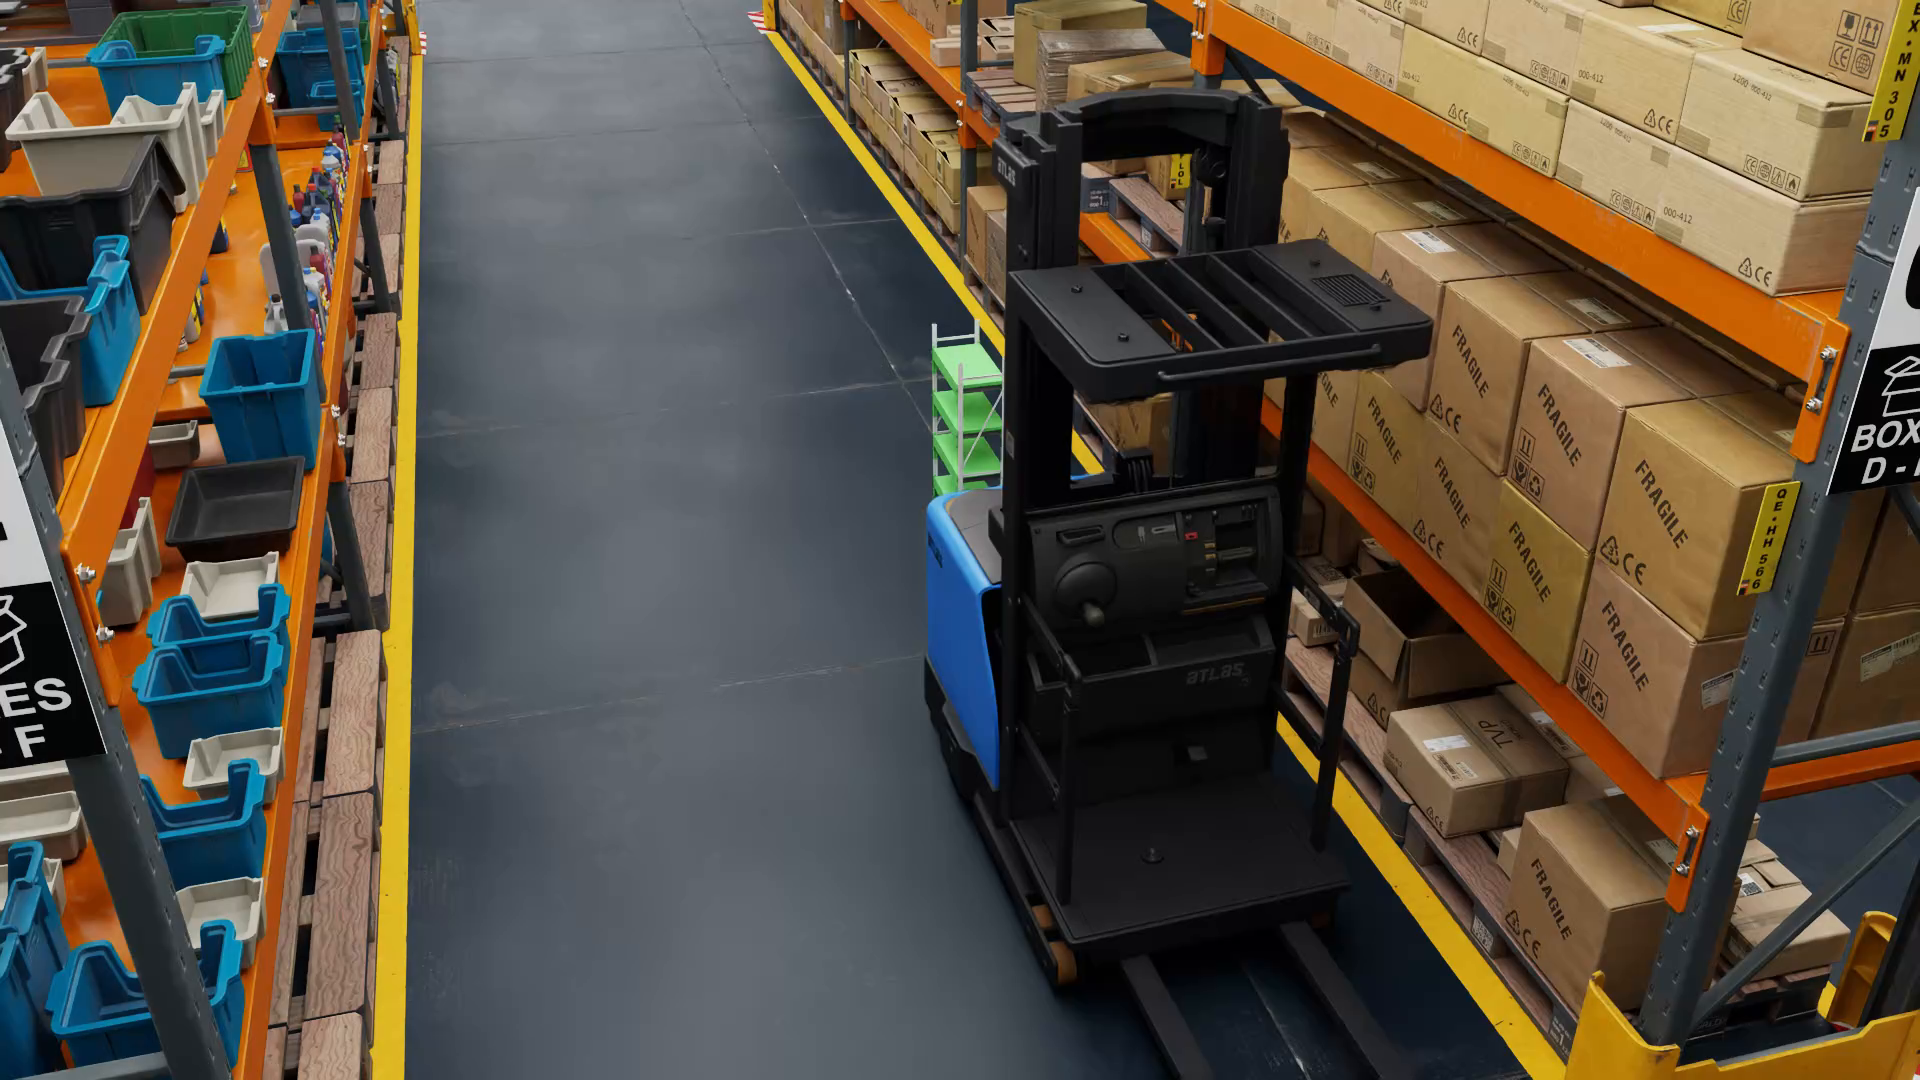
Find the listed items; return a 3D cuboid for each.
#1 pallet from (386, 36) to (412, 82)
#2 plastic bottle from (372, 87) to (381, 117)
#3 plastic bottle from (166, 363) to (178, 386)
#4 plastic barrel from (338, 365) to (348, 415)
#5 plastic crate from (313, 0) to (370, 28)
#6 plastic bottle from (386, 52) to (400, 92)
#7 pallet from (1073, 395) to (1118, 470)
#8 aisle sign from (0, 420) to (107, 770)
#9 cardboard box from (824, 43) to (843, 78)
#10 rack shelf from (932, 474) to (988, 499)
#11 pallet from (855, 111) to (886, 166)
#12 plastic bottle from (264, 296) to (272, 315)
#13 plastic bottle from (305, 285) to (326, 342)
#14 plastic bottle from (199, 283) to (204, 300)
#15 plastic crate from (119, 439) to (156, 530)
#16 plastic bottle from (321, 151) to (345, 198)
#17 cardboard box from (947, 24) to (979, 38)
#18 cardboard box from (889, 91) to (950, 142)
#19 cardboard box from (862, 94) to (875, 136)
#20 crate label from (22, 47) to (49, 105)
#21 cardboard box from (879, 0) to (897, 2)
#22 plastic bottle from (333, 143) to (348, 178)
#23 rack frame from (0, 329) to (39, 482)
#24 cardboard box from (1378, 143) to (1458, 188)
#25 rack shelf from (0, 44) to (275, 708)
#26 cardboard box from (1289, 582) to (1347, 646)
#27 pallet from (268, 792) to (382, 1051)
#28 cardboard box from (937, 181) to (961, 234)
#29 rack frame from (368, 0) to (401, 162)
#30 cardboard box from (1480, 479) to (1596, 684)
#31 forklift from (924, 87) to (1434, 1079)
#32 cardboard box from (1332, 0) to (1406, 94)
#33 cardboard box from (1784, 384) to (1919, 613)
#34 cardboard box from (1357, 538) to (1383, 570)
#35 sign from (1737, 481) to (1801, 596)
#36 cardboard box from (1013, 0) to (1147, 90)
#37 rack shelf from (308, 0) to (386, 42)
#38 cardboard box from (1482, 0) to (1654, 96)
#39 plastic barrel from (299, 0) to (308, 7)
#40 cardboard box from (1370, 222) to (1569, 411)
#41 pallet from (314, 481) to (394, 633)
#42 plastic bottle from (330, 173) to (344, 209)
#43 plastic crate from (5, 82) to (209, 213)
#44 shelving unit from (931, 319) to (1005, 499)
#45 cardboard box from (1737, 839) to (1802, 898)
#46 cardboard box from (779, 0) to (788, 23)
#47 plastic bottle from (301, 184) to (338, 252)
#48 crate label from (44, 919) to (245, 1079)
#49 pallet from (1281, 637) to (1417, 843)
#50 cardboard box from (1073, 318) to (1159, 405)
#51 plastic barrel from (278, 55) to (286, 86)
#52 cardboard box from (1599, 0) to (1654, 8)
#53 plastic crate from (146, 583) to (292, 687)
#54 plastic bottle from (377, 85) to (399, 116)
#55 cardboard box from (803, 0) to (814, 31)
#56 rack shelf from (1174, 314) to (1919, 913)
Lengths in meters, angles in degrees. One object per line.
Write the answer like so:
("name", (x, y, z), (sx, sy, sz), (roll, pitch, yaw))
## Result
("pallet", (-6.123, -4.868, 16.949), (1.003, 0.211, 1.213), (-8, 31, -13))
("plastic bottle", (-5.214, -3.931, 14.820), (0.061, 0.283, 0.133), (-8, 31, -13))
("plastic bottle", (-3.515, -0.789, 7.317), (0.097, 0.201, 0.097), (0, 30, 0))
("plastic barrel", (-3.830, -0.993, 9.459), (0.600, 0.588, 0.708), (-8, 31, -13))
("plastic crate", (-4.745, -4.068, 12.799), (0.392, 0.384, 0.575), (-8, 31, -13))
("plastic bottle", (-5.315, -4.352, 15.479), (0.144, 0.351, 0.185), (-8, 31, -14))
("pallet", (1.310, -0.540, 9.472), (1.003, 0.211, 1.213), (-8, 31, -13))
("aisle sign", (-1.847, 0.100, 2.988), (0.394, 0.787, 0.004), (-8, 31, -13))
("cardboard box", (-1.018, -4.652, 16.119), (0.500, 0.250, 0.500), (-8, 31, -13))
("rack shelf", (0.044, -0.176, 8.464), (0.258, 0.148, 0.480), (-8, 31, -13))
("pallet", (-0.328, -3.665, 14.872), (1.003, 0.211, 1.213), (-8, 31, -13))
("plastic bottle", (-3.182, -1.042, 7.754), (0.097, 0.201, 0.097), (0, 30, 0))
("plastic bottle", (-3.010, -1.045, 7.690), (0.097, 0.271, 0.097), (0, 30, 0))
("plastic bottle", (-3.782, -1.305, 8.138), (0.097, 0.271, 0.097), (0, 30, 0))
("plastic crate", (-3.219, -0.291, 6.135), (0.402, 0.464, 0.583), (-8, 31, -13))
("plastic bottle", (-3.580, -2.082, 9.481), (0.097, 0.271, 0.097), (0, 30, 0))
("cardboard box", (0.108, -3.791, 12.556), (0.380, 0.149, 0.250), (-6, 31, -10))
("cardboard box", (-0.282, -3.482, 13.538), (0.500, 0.311, 0.500), (-7, 31, -12))
("cardboard box", (-0.558, -3.740, 14.542), (0.500, 0.250, 0.500), (-7, 31, -12))
("crate label", (-3.363, -1.612, 5.809), (0.293, 0.136, 0.466), (-8, 31, -13))
("cardboard box", (-0.523, -4.659, 14.056), (0.380, 0.149, 0.250), (-8, 31, -13))
("plastic bottle", (-3.683, -2.240, 9.824), (0.097, 0.201, 0.097), (0, 30, 0))
("rack frame", (-2.153, -1.367, 2.128), (1.000, 3.000, 0.127), (-8, 31, -13))
("cardboard box", (2.085, -1.378, 7.039), (0.500, 0.500, 0.500), (-8, 31, -14))
("rack shelf", (-2.683, -0.723, 4.729), (1.077, 0.370, 4.000), (-8, 31, -13))
("cardboard box", (1.705, 0.325, 7.584), (0.380, 0.166, 0.250), (-8, 31, -13))
("pallet", (-2.654, 1.445, 6.043), (1.003, 0.211, 1.213), (-8, 31, -13))
("cardboard box", (0.126, -2.504, 12.408), (0.500, 0.250, 0.500), (-7, 31, -12))
("rack frame", (-5.338, -4.566, 13.644), (1.000, 3.000, 0.127), (-8, 31, -13))
("cardboard box", (2.102, 0.099, 5.484), (0.500, 0.500, 0.500), (-8, 31, -13))
("forklift", (0.757, 0.111, 5.633), (1.130, 2.935, 3.031), (-9, 31, -14))
("cardboard box", (1.713, -1.841, 6.092), (0.500, 0.250, 0.500), (-8, 31, -13))
("cardboard box", (2.761, -0.153, 4.921), (0.500, 0.500, 0.500), (-7, 31, -12))
("cardboard box", (2.145, 0.095, 7.998), (0.380, 0.149, 0.250), (-8, 31, -13))
("sign", (2.084, -0.001, 4.286), (0.100, 0.325, 0.005), (-8, 31, -13))
("cardboard box", (0.777, -3.227, 10.812), (0.700, 0.500, 0.500), (-19, 35, -30))
("rack shelf", (-5.868, -5.221, 15.493), (1.077, 0.370, 4.000), (-8, 31, -13))
("cardboard box", (1.980, -1.574, 5.132), (0.500, 0.250, 0.500), (-8, 31, -13))
("plastic barrel", (-5.527, -4.556, 13.127), (0.600, 0.901, 0.708), (-8, 31, -13))
("cardboard box", (1.828, -0.823, 6.080), (0.500, 0.500, 0.500), (-7, 31, -12))
("pallet", (-3.379, 0.126, 8.321), (1.003, 0.211, 1.213), (-8, 31, -13))
("plastic bottle", (-3.528, -1.958, 9.336), (0.097, 0.201, 0.097), (0, 30, 0))
("plastic crate", (-2.443, -1.129, 4.830), (0.437, 0.282, 0.530), (-8, 31, -13))
("shelving unit", (0.044, -0.439, 8.311), (0.258, 1.200, 0.503), (-8, 31, -13))
("cardboard box", (2.778, 1.240, 6.002), (0.380, 0.166, 0.250), (-8, 31, -13))
("cardboard box", (-1.695, -5.858, 18.202), (0.500, 0.250, 0.500), (-8, 31, -13))
("plastic bottle", (-3.367, -1.686, 8.718), (0.144, 0.351, 0.185), (-8, 31, -13))
("crate label", (-1.901, 1.113, 3.940), (0.416, 0.233, 0.303), (-8, 31, -13))
("pallet", (2.071, 0.770, 7.209), (1.003, 0.211, 1.213), (-8, 31, -13))
("cardboard box", (0.899, -1.150, 9.799), (0.500, 0.500, 0.500), (-7, 31, -13))
("plastic barrel", (-4.867, -3.354, 11.439), (0.421, 0.512, 0.421), (0, 30, 0))
("cardboard box", (2.185, -1.927, 4.993), (0.700, 0.500, 0.500), (-8, 31, -13))
("plastic crate", (-2.330, 0.332, 5.289), (0.416, 0.233, 0.300), (-8, 31, -13))
("plastic bottle", (-5.112, -3.942, 14.847), (0.152, 0.276, 0.135), (-7, 31, -11))
("cardboard box", (-1.299, -5.458, 16.762), (0.500, 0.500, 0.500), (-8, 31, -13))
("rack shelf", (2.093, -0.082, 6.615), (1.077, 0.370, 4.000), (-8, 31, -13))
